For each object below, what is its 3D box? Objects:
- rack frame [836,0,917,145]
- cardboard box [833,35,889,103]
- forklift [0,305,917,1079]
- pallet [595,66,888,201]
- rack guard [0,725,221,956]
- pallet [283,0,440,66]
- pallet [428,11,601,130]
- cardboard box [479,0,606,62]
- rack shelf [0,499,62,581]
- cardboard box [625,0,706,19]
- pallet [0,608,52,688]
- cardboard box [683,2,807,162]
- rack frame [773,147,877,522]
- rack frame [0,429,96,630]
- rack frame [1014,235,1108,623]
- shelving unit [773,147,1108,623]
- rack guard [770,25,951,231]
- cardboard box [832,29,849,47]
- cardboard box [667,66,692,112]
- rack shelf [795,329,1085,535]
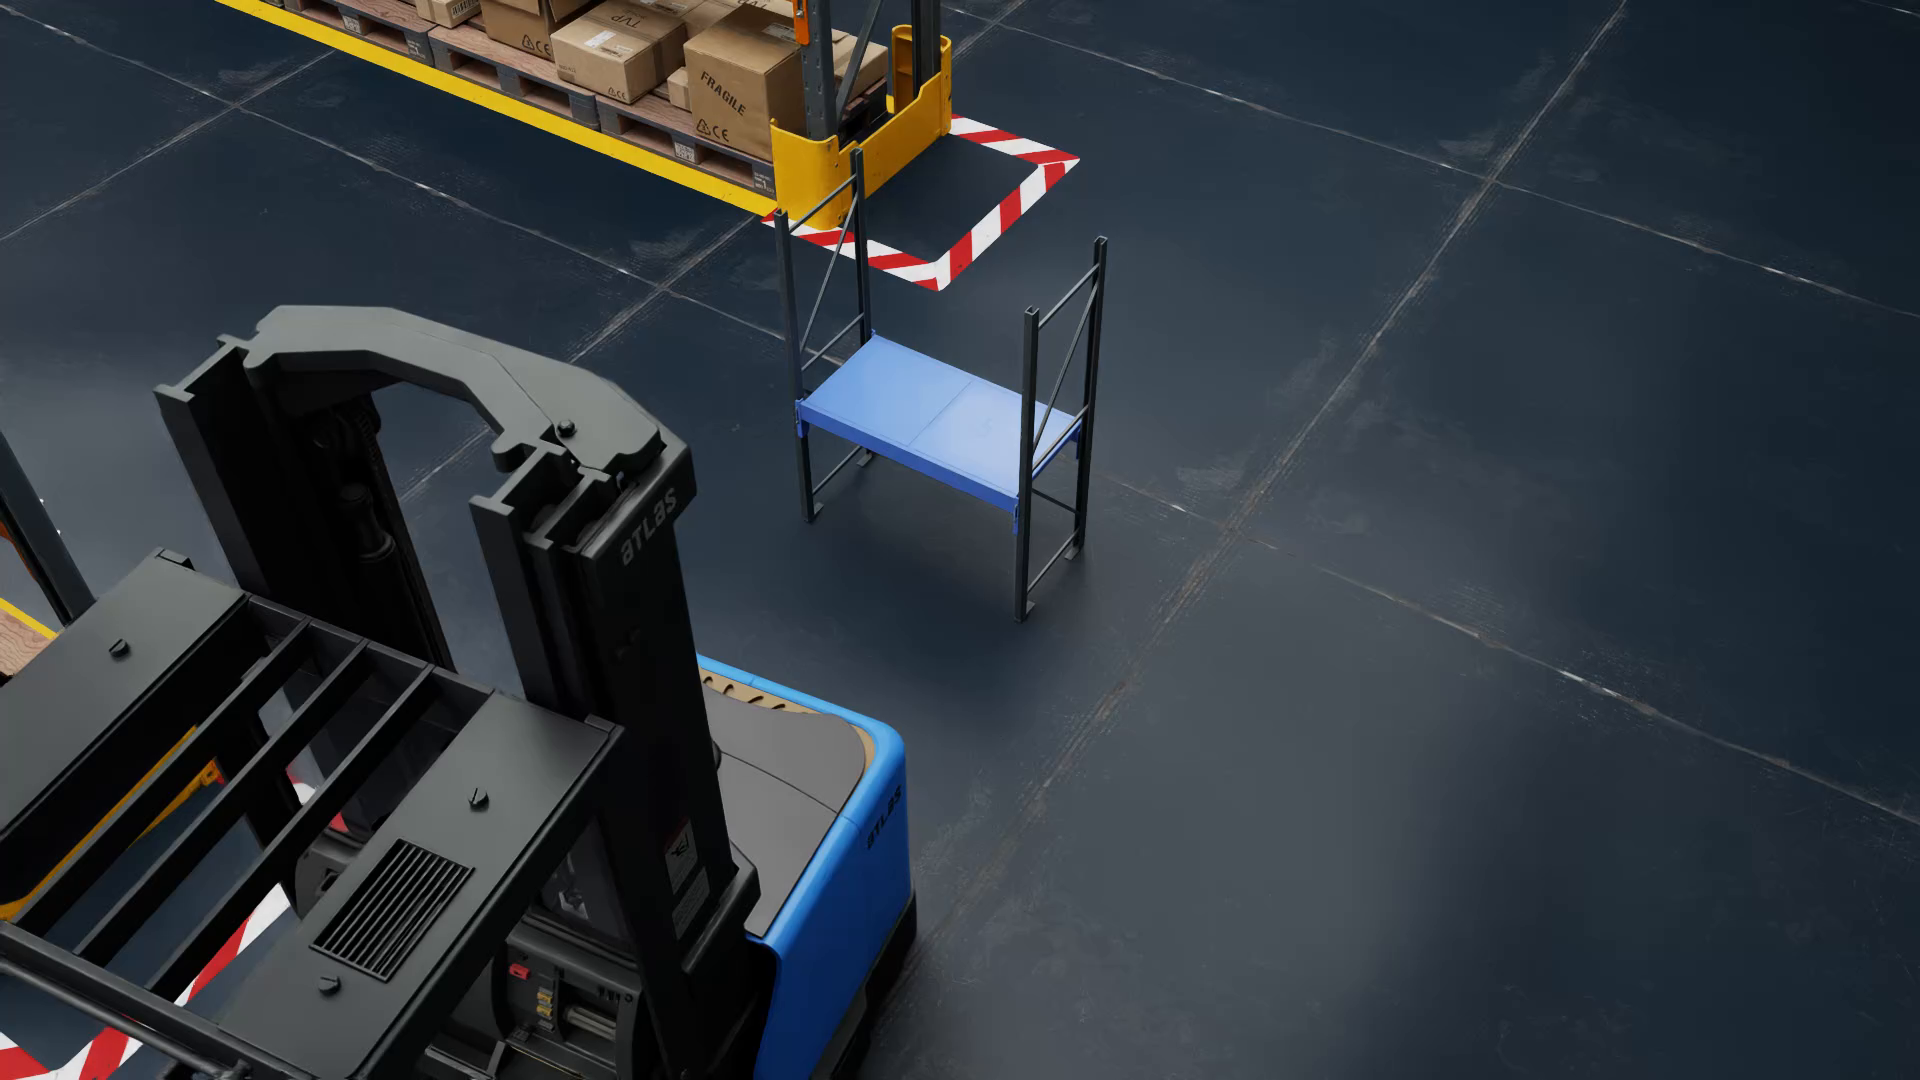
[{"bbox_3d":[-0.415,-2.952,7.527,0.053,2.616,0.949,25,51,22],"label":"rack frame"},{"bbox_3d":[-0.583,-2.479,8.749,0.250,0.149,0.380,25,51,22],"label":"cardboard box"},{"bbox_3d":[-1.213,1.087,3.650,1.130,2.935,3.031,18,49,17],"label":"forklift"},{"bbox_3d":[-1.152,-2.315,8.853,1.213,0.211,1.003,25,51,22],"label":"pallet"},{"bbox_3d":[-3.067,0.912,5.515,0.348,0.500,1.175,25,51,22],"label":"rack guard"},{"bbox_3d":[-3.206,-3.260,9.771,1.213,0.211,1.003,25,51,22],"label":"pallet"},{"bbox_3d":[-2.175,-2.788,9.312,1.213,0.211,1.003,25,51,22],"label":"pallet"},{"bbox_3d":[-2.199,-3.057,9.063,0.637,0.503,0.797,25,51,22],"label":"cardboard box"},{"bbox_3d":[-4.777,-0.485,5.631,4.000,0.370,1.077,25,51,22],"label":"rack shelf"},{"bbox_3d":[-1.563,-2.914,9.100,0.500,0.250,0.500,25,51,22],"label":"cardboard box"},{"bbox_3d":[-3.767,0.668,5.954,1.213,0.211,1.003,25,51,22],"label":"pallet"},{"bbox_3d":[-1.007,-2.294,8.324,0.500,0.500,0.500,25,51,22],"label":"cardboard box"},{"bbox_3d":[-0.500,-0.753,6.435,0.032,1.500,0.500,25,51,22],"label":"rack frame"},{"bbox_3d":[-3.094,0.039,4.620,0.127,3.000,1.000,25,51,22],"label":"rack frame"},{"bbox_3d":[0.356,-0.359,6.053,0.032,1.500,0.500,25,51,22],"label":"rack frame"},{"bbox_3d":[-0.072,-0.556,6.244,1.048,1.500,0.538,25,51,22],"label":"shelving unit"},{"bbox_3d":[-0.480,-2.108,8.450,0.348,0.500,1.175,25,51,22],"label":"rack guard"},{"bbox_3d":[-0.794,-2.582,8.836,0.250,0.166,0.380,25,51,22],"label":"cardboard box"},{"bbox_3d":[-1.299,-2.389,8.648,0.250,0.166,0.380,25,51,22],"label":"cardboard box"},{"bbox_3d":[-0.072,-0.430,6.373,1.000,0.185,0.538,25,51,22],"label":"rack shelf"}]
